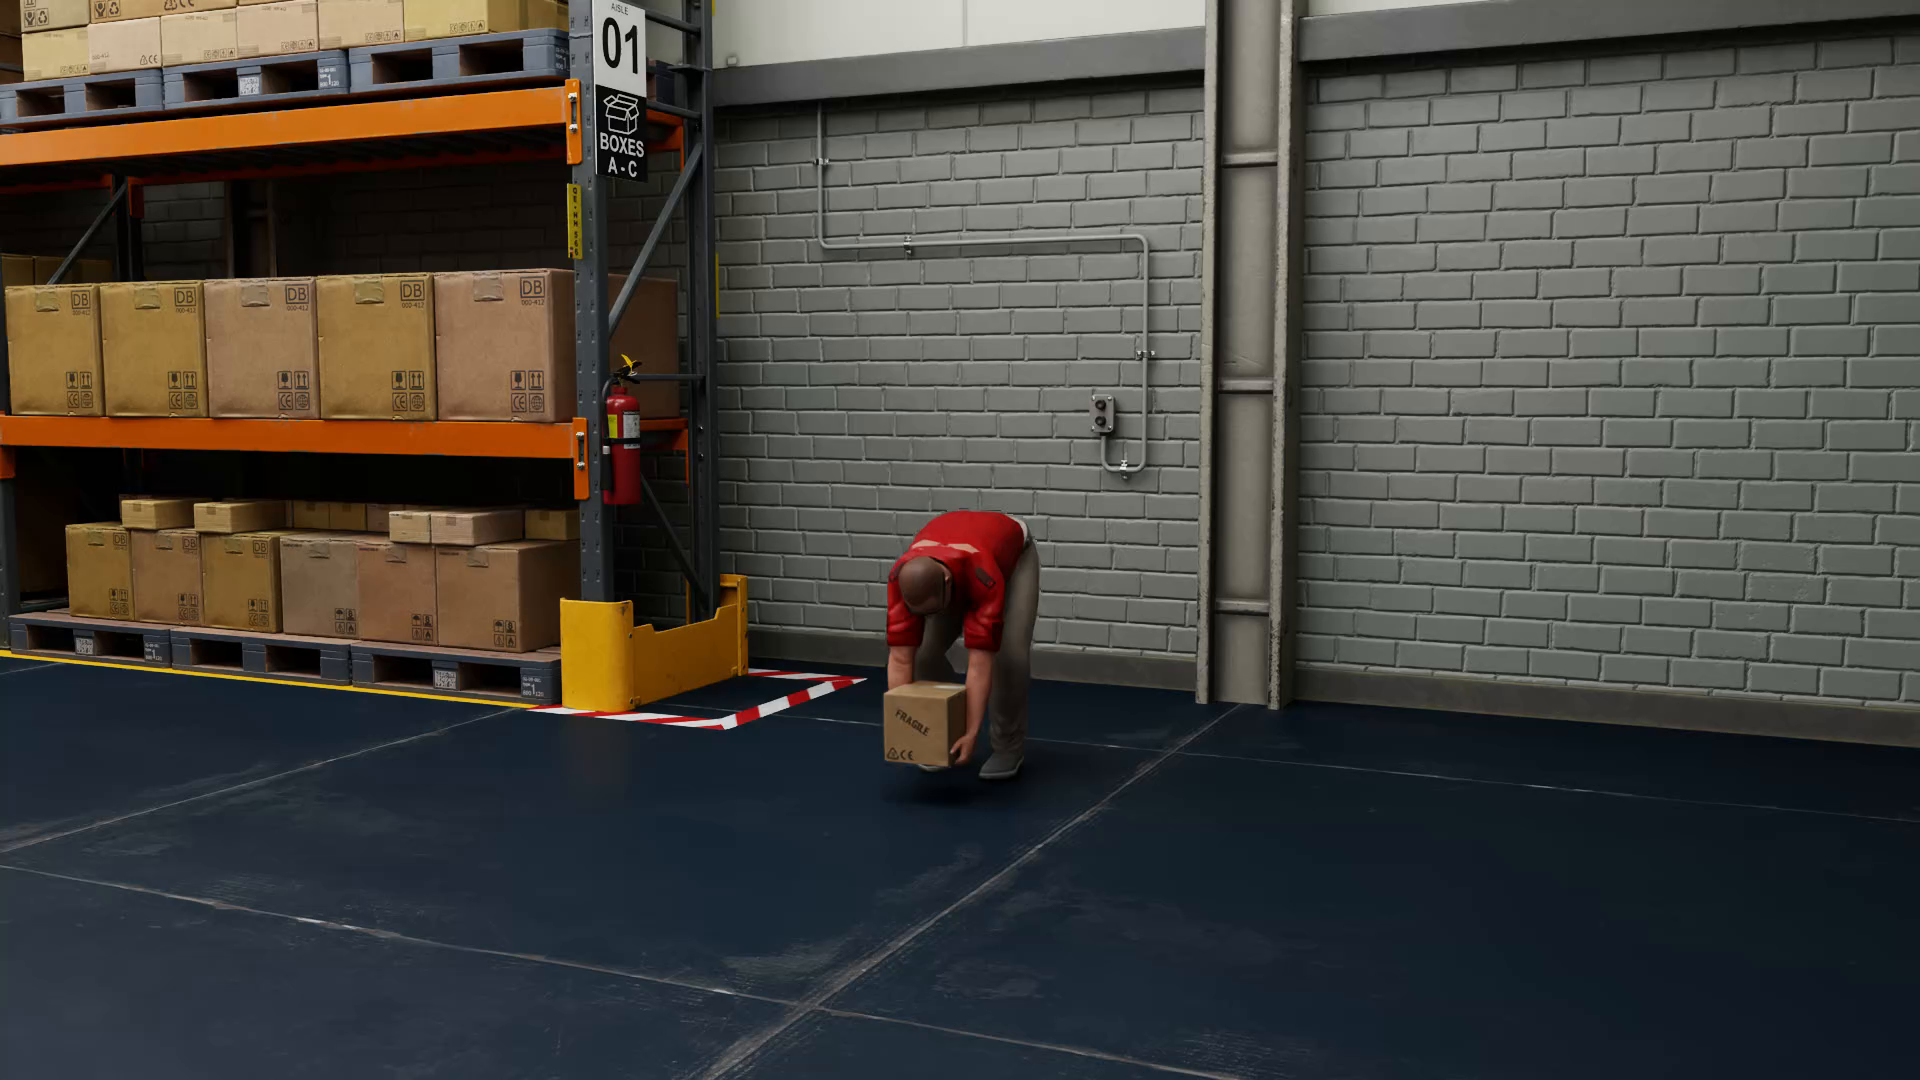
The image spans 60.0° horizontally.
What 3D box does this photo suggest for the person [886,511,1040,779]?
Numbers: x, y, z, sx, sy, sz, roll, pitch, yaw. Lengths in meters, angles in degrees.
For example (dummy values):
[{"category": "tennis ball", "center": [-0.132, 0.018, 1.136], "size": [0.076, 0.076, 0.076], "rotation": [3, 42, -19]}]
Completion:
[{"category": "person", "center": [-0.021, 0.407, 6.192], "size": [0.500, 1.002, 0.908], "rotation": [2, 6, 21]}]
